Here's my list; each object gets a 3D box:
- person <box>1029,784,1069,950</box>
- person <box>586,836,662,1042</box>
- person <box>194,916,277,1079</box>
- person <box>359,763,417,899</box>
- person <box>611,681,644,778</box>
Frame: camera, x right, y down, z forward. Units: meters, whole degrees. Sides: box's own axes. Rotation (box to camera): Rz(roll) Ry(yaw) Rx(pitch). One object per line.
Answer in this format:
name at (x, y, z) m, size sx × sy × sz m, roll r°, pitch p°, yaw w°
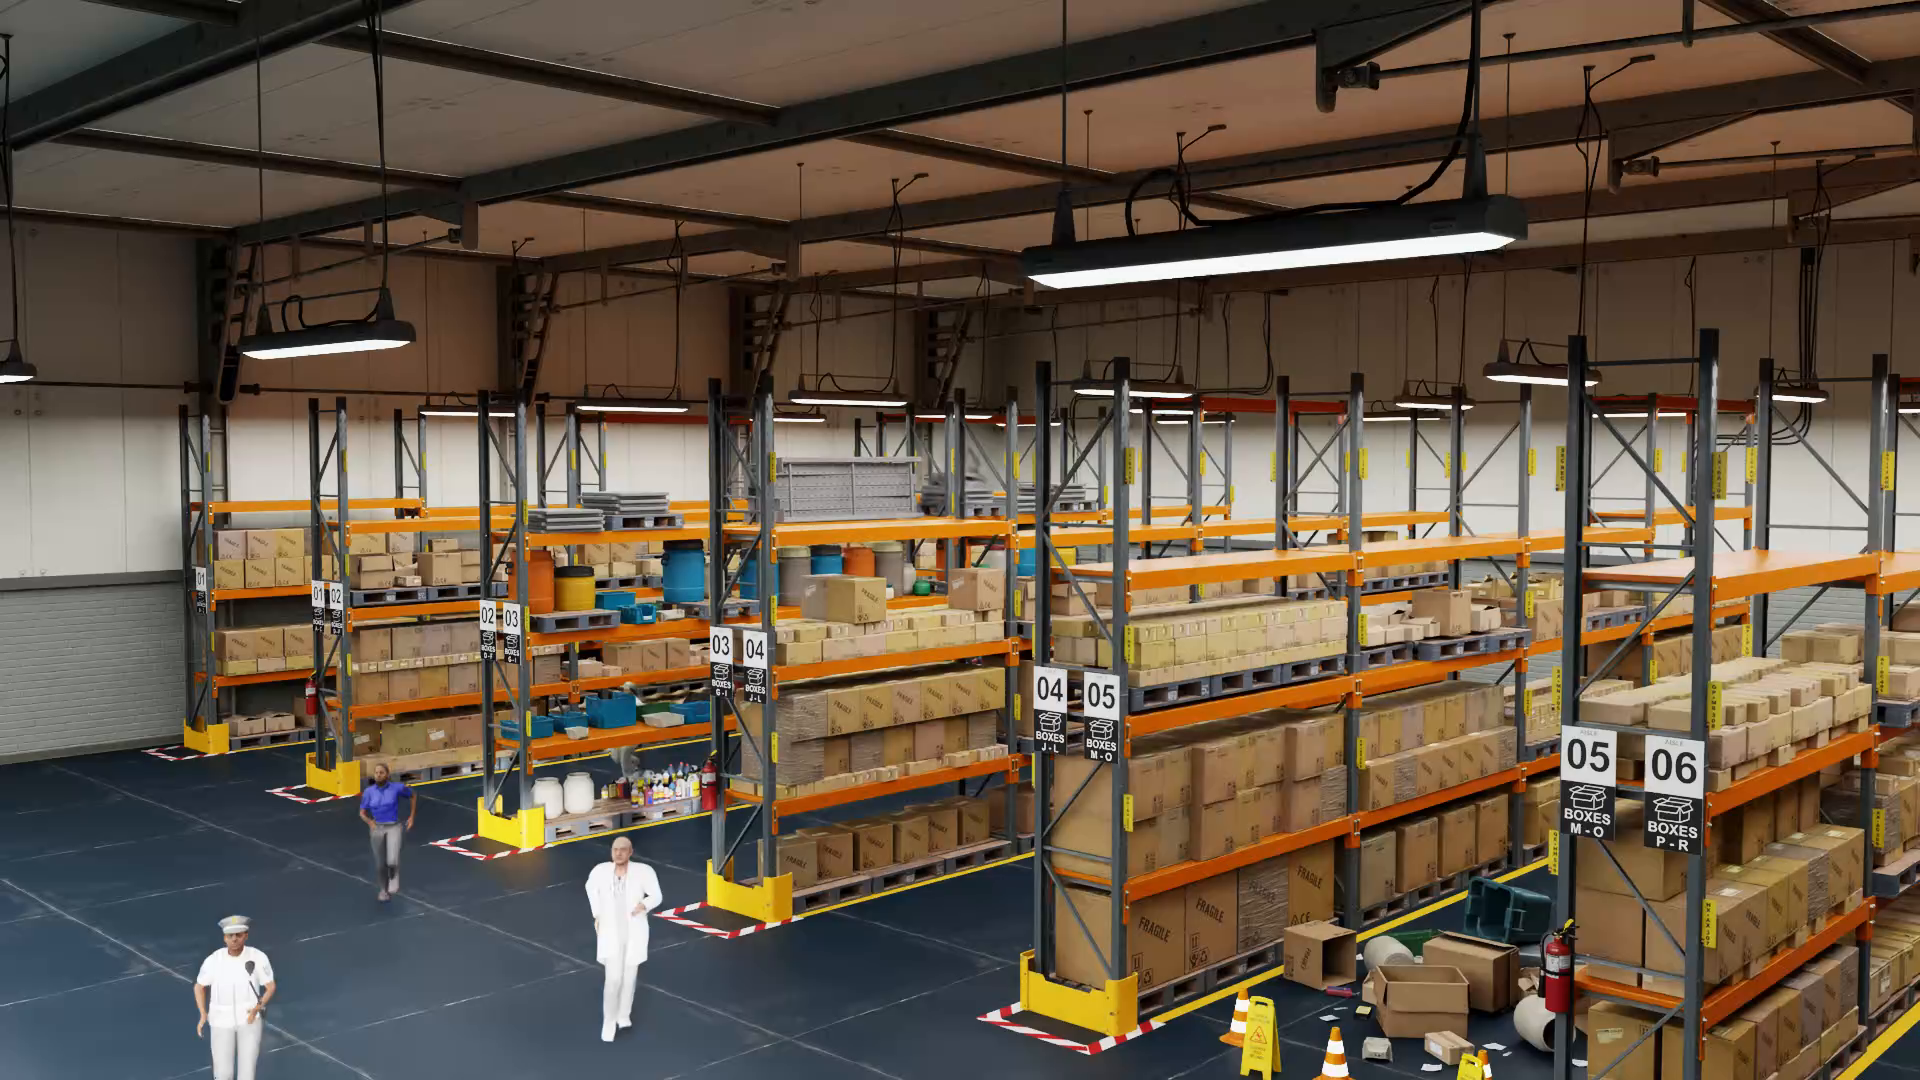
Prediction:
person at (1.041, 3.395, 17.320) m, size 0.647 × 1.759 × 0.793 m, roll 2°, pitch 4°, yaw 36°
person at (-2.967, 3.520, 14.685) m, size 0.670 × 1.818 × 0.783 m, roll -1°, pitch 3°, yaw -11°
person at (-5.516, 3.676, 12.666) m, size 0.582 × 1.664 × 0.558 m, roll -1°, pitch 3°, yaw -22°
person at (-6.556, 3.349, 19.034) m, size 0.594 × 1.608 × 0.730 m, roll 0°, pitch 3°, yaw -9°
person at (-5.131, 2.996, 25.804) m, size 0.608 × 1.620 × 0.566 m, roll 2°, pitch 4°, yaw 32°
